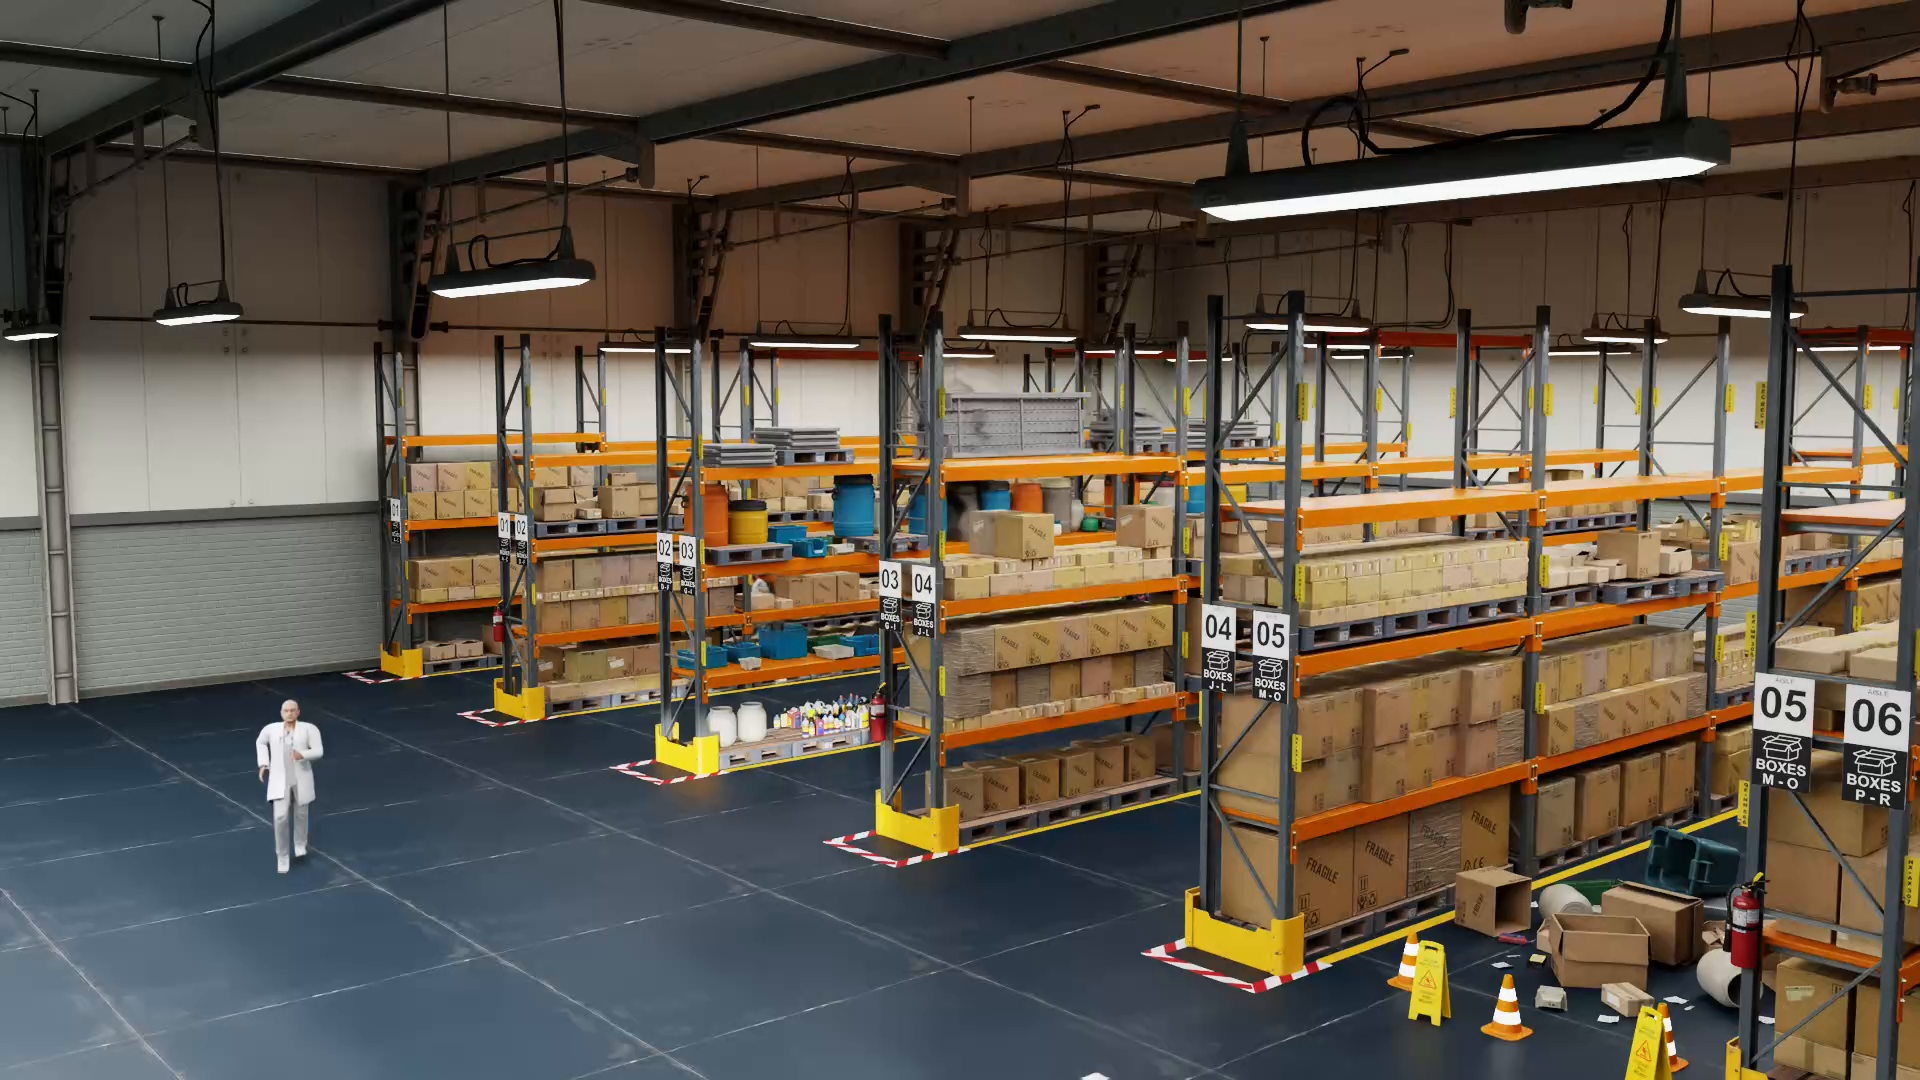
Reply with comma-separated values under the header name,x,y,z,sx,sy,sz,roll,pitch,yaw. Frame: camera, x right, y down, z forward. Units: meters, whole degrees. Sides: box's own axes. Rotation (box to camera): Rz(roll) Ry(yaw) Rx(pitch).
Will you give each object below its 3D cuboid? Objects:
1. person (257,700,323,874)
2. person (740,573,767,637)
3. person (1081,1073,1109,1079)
name,x,y,z,sx,sy,sz,roll,pitch,yaw
person,-7.241,2.646,18.004,0.669,1.849,0.835,-2,6,-22
person,-3.908,1.372,31.696,0.651,1.835,0.852,4,6,36
person,0.686,3.532,8.246,0.656,1.743,0.627,1,5,6
